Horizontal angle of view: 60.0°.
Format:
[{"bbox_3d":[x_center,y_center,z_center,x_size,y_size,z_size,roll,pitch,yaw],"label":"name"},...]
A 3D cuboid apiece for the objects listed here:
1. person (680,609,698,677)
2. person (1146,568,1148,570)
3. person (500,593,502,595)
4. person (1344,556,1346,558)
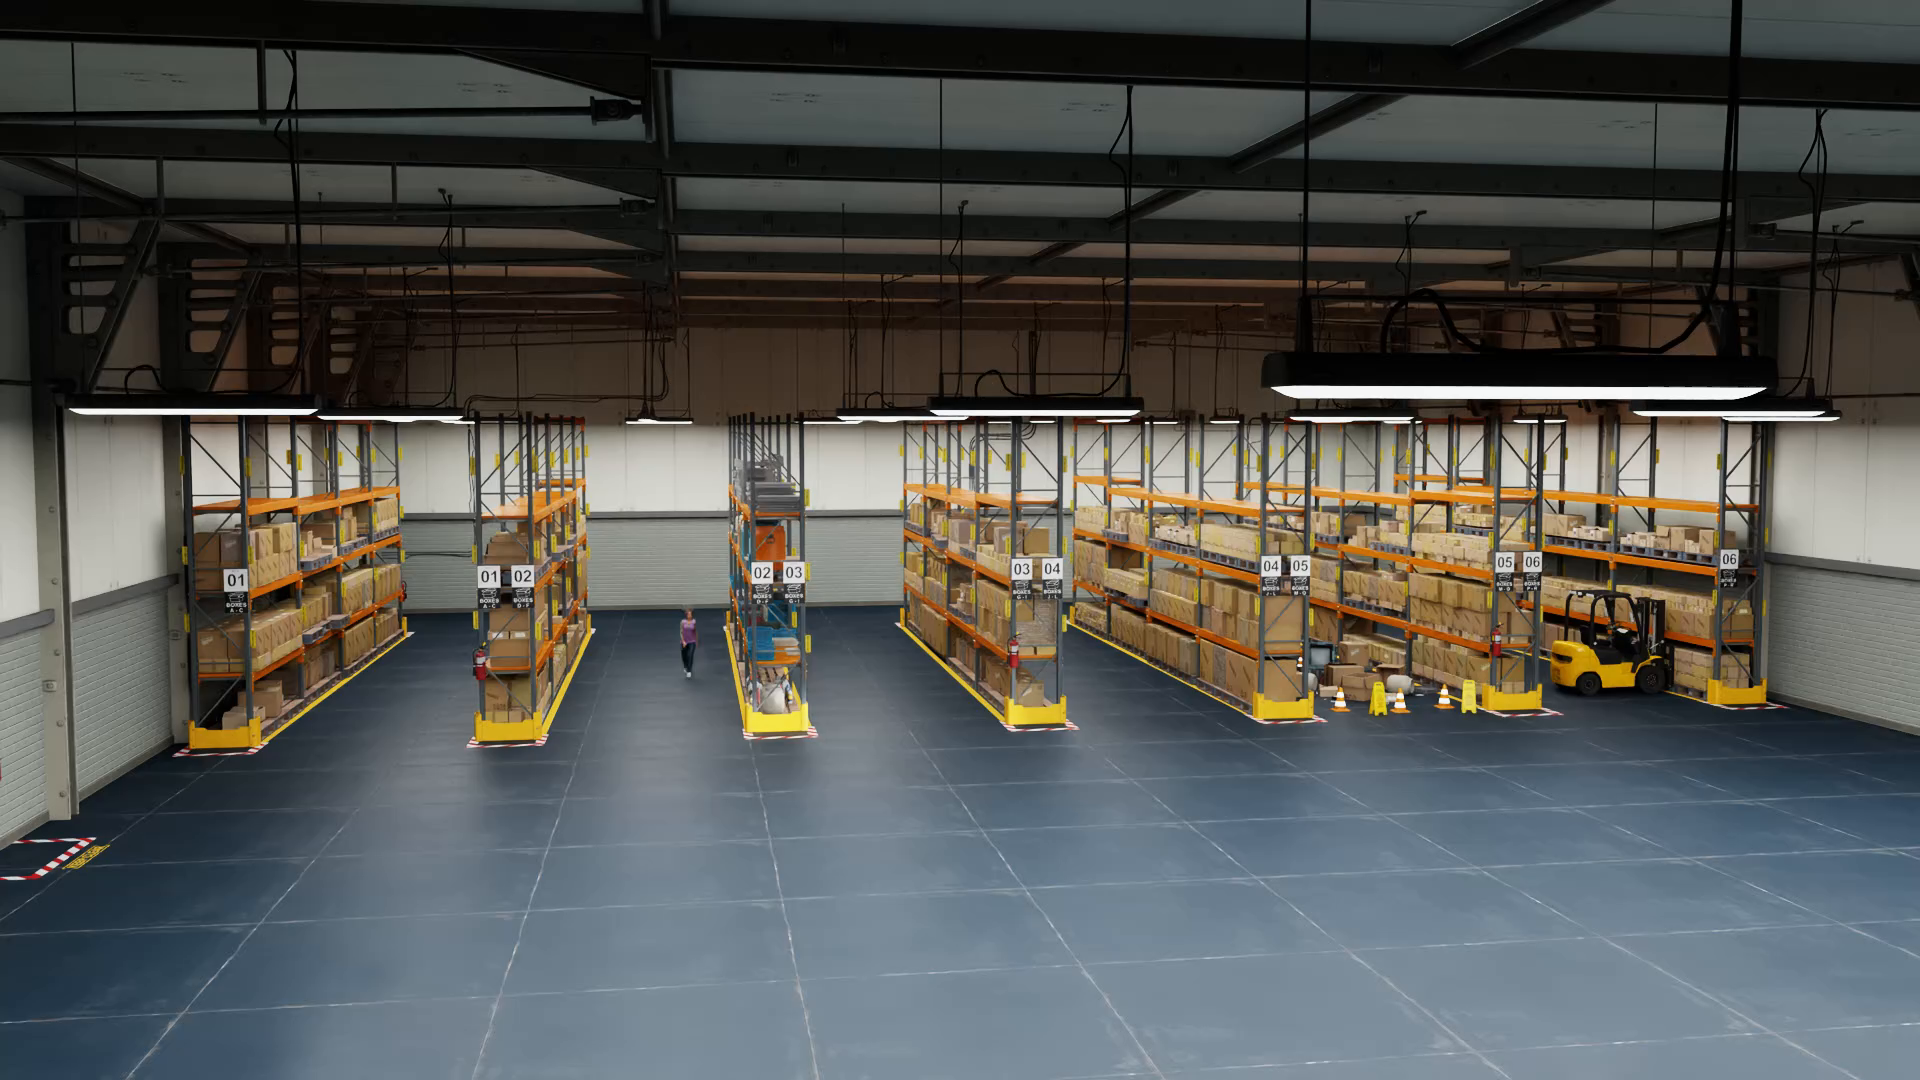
[{"bbox_3d":[-6.238,2.352,38.229,0.401,1.517,0.986,0,4,-6],"label":"person"},{"bbox_3d":[5.522,1.635,48.272,0.536,1.631,0.506,-1,4,-13],"label":"person"},{"bbox_3d":[-12.189,1.915,44.069,0.618,1.636,0.735,0,4,1],"label":"person"},{"bbox_3d":[11.853,1.360,51.130,0.837,1.757,0.591,0,4,-5],"label":"person"}]
